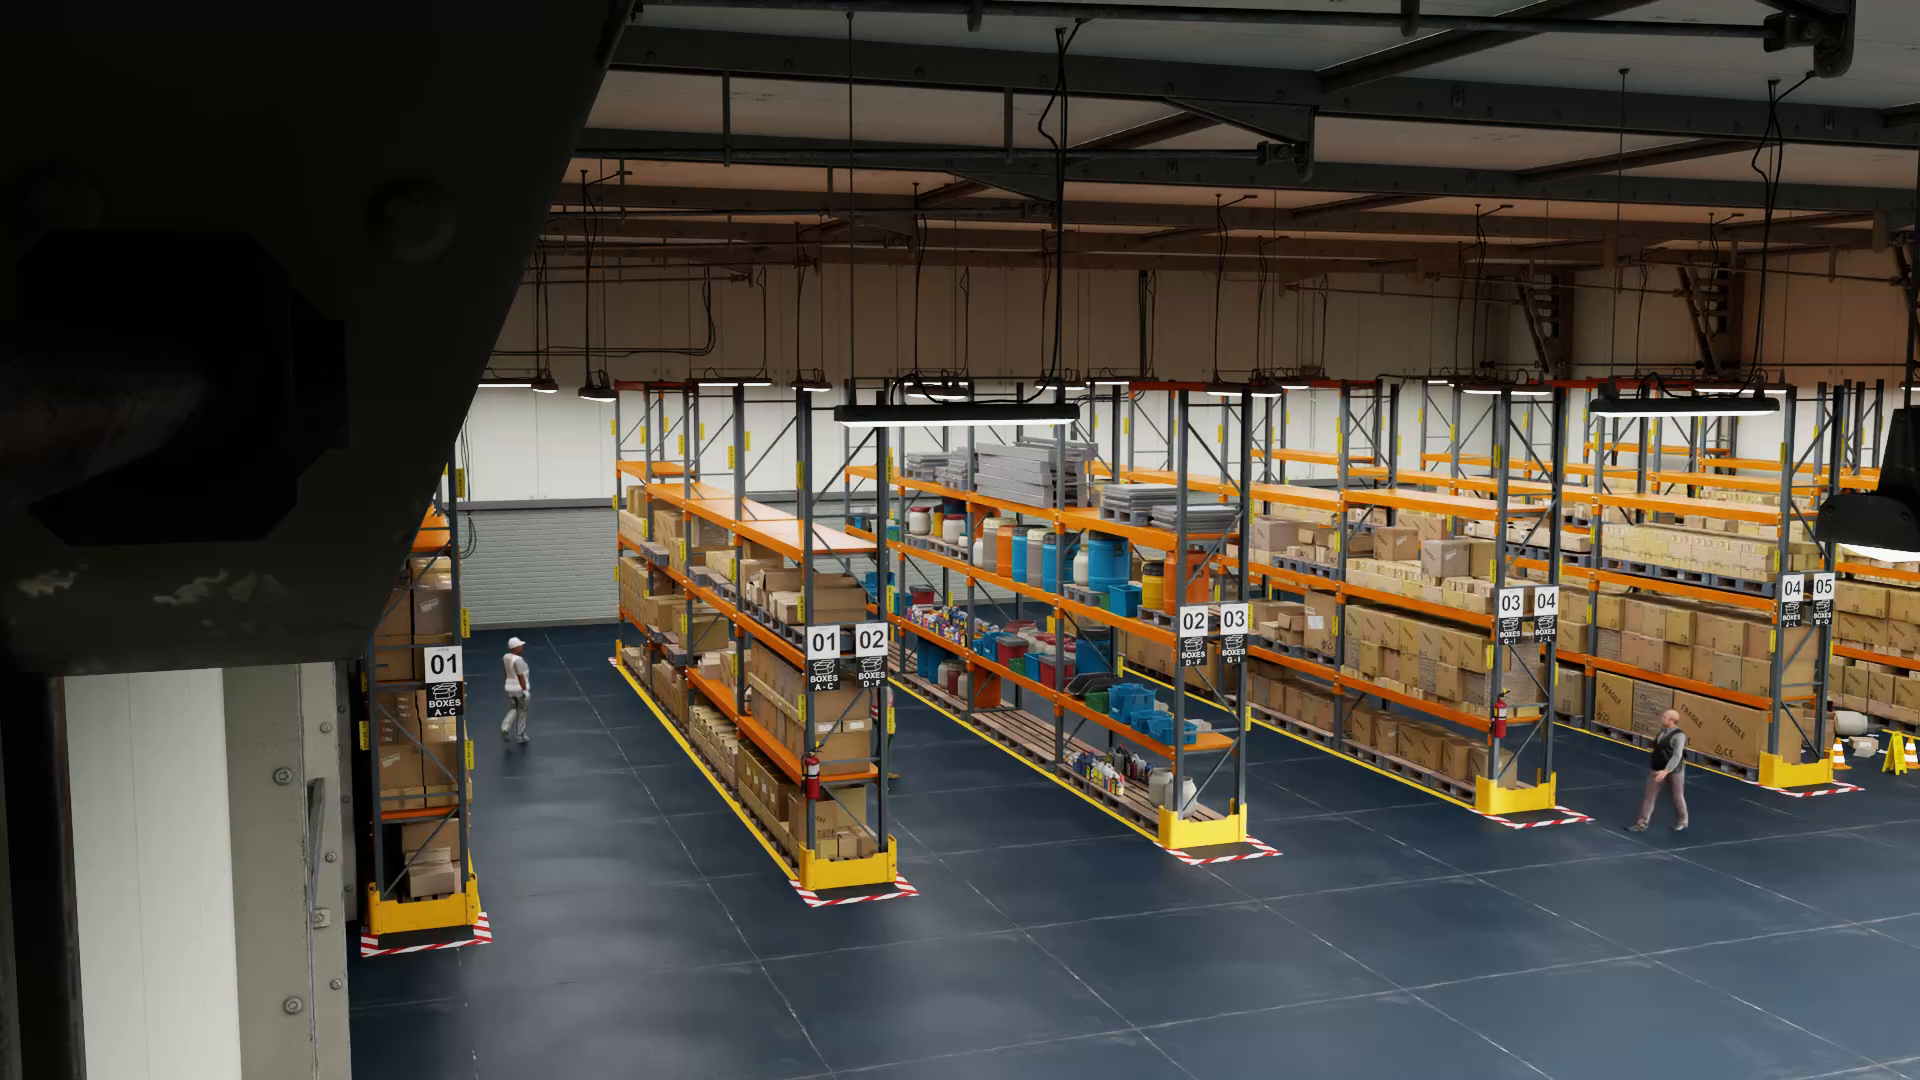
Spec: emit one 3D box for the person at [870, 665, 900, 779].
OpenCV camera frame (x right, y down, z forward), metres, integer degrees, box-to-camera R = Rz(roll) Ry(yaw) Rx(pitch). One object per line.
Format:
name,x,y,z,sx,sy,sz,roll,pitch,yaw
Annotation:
person,-1.162,2.777,25.508,0.389,1.857,0.619,-2,6,-18

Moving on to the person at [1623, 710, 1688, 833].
person,9.461,3.114,22.346,0.979,1.672,0.519,-4,7,-31

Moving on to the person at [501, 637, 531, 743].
person,-7.406,2.504,27.699,0.551,1.779,0.548,3,7,23
